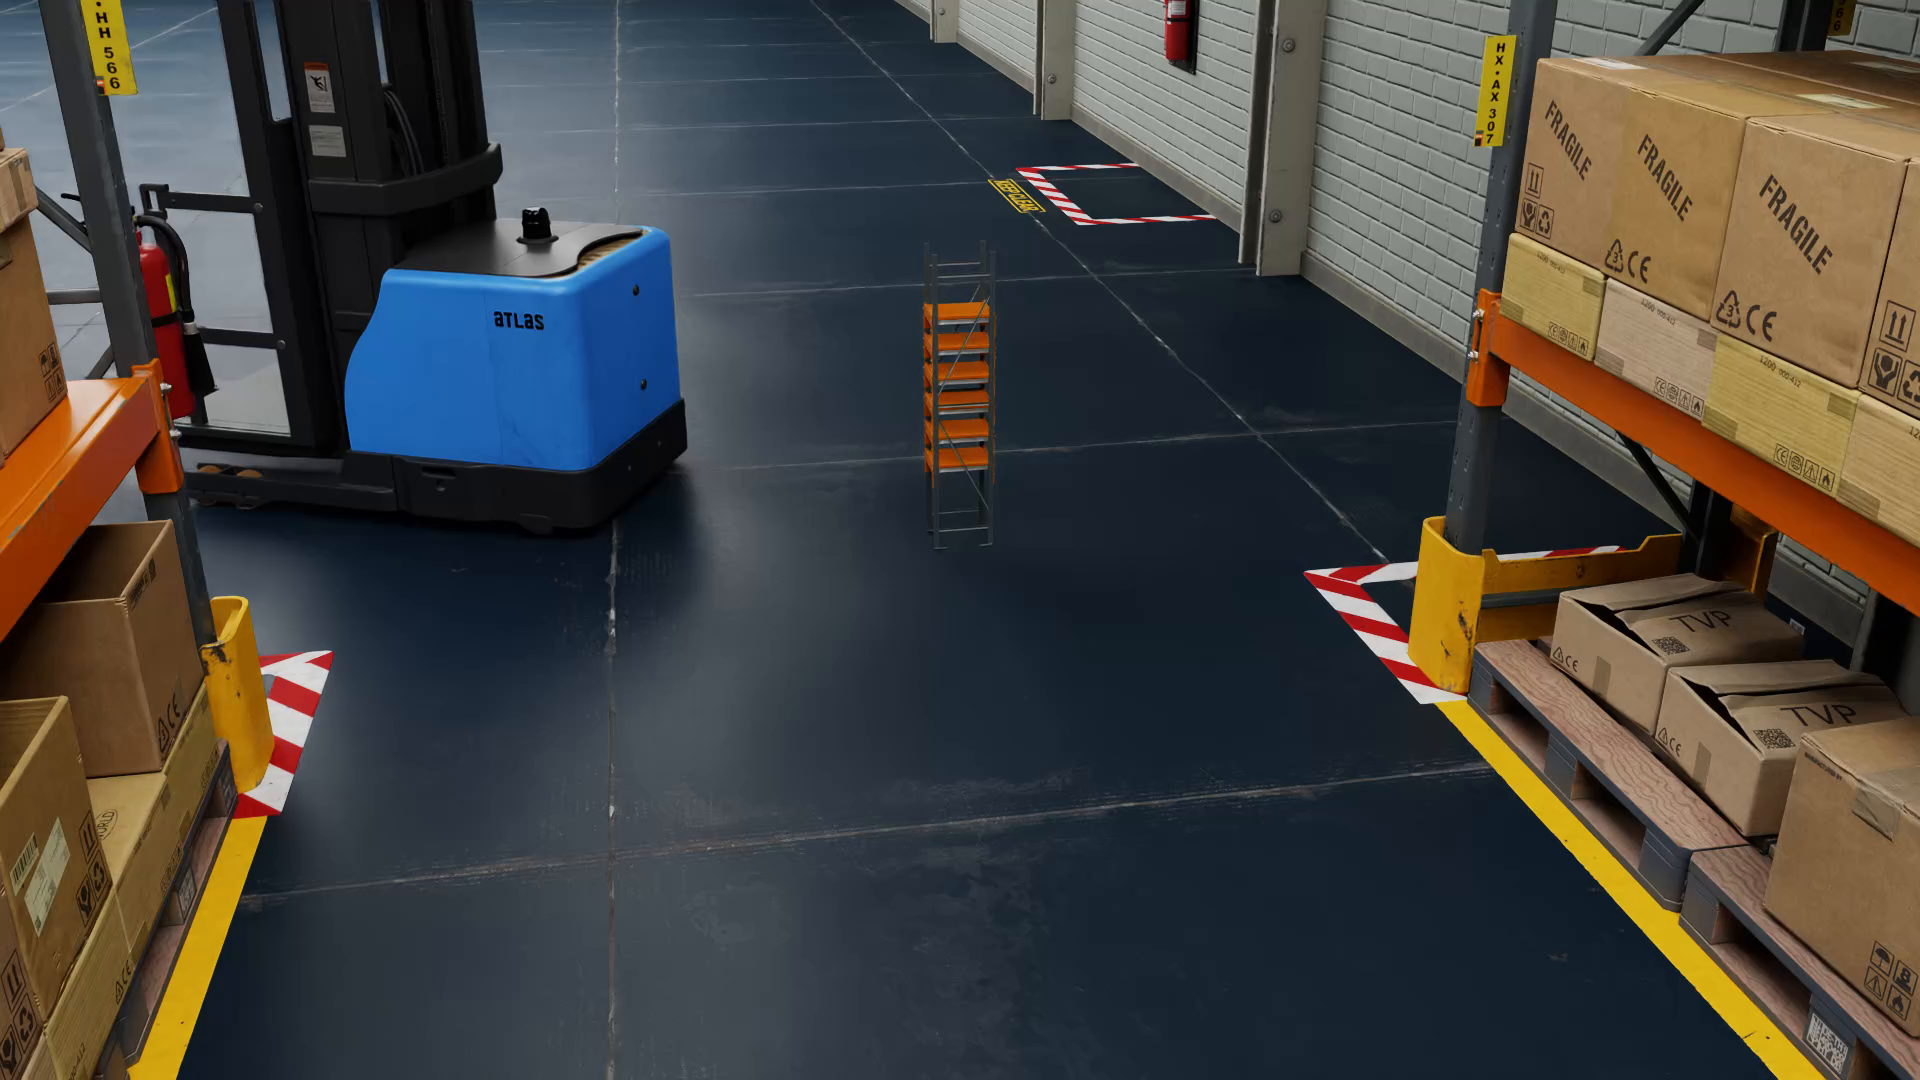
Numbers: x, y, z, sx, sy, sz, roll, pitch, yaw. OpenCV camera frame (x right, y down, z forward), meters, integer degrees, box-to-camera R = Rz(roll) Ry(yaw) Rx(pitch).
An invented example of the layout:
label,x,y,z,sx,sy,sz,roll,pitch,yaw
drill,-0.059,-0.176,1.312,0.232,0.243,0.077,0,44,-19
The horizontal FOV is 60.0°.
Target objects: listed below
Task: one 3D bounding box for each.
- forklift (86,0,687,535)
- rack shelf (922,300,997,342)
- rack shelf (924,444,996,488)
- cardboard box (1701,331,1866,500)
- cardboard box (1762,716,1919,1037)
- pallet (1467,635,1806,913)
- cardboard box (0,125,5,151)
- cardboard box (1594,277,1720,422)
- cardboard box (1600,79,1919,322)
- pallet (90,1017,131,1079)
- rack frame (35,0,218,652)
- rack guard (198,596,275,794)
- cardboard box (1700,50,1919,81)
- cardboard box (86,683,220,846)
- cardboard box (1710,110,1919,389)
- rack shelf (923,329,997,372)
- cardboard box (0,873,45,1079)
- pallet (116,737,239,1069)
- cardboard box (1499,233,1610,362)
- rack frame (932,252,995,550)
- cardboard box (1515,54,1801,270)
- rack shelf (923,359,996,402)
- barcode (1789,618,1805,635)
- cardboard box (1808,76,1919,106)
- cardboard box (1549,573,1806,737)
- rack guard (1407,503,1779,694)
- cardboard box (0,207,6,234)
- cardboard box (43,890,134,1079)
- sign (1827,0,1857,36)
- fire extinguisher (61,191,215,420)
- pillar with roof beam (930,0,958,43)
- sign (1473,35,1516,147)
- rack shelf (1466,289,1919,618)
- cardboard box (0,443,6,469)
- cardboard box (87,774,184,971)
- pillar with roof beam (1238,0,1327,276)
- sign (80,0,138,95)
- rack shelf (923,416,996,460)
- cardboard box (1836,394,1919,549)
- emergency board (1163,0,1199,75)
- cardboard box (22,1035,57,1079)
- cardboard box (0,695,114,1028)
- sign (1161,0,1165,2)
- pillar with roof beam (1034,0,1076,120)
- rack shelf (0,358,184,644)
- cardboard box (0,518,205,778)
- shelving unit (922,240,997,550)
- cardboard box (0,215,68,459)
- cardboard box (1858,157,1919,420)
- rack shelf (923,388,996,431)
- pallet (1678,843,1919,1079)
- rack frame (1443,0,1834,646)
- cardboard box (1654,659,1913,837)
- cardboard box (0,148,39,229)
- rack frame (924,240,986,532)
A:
label,x,y,z,sx,sy,sz,roll,pitch,yaw
forklift,-2.807,-1.668,6.908,3.031,2.935,1.130,6,24,13
rack shelf,-0.003,-0.845,6.397,0.258,0.103,0.180,-4,24,-10
rack shelf,-0.003,-0.295,6.637,0.258,0.103,0.180,-4,24,-10
cardboard box,2.126,-0.317,3.892,0.500,0.250,0.500,-5,24,-11
cardboard box,2.381,0.743,3.875,0.700,0.500,0.500,-6,24,-13
pallet,2.279,0.633,5.036,1.003,0.211,1.213,-4,24,-10
cardboard box,-2.634,-1.063,3.691,0.700,0.500,0.500,-4,24,-10
cardboard box,2.038,-0.518,4.351,0.500,0.250,0.500,-5,24,-11
cardboard box,2.024,-0.875,4.232,0.500,0.500,0.500,-4,24,-10
pallet,-2.313,1.426,3.221,1.003,0.211,1.213,-4,24,-10
rack frame,-2.718,-0.628,4.441,1.000,3.000,0.127,-4,24,-10
rack guard,-2.722,0.508,4.963,1.175,0.500,0.348,-4,24,-10
cardboard box,2.446,-1.111,4.771,0.500,0.500,0.500,-5,24,-10
cardboard box,-2.328,0.628,4.474,0.500,0.250,0.500,-4,24,-10
cardboard box,2.114,-0.672,3.766,0.500,0.500,0.500,-5,24,-11
rack shelf,-0.003,-0.735,6.445,0.258,0.103,0.180,-4,24,-10
cardboard box,-2.036,0.873,2.976,0.500,0.500,0.500,-4,24,-10
pallet,-2.535,0.947,4.318,1.003,0.211,1.213,-4,24,-10
cardboard box,1.928,-0.721,4.817,0.500,0.250,0.500,-5,24,-11
rack frame,0.014,-0.520,6.440,0.240,1.200,0.006,-4,24,-10
cardboard box,1.943,-1.071,4.679,0.500,0.500,0.500,-4,24,-10
rack shelf,-0.003,-0.625,6.493,0.258,0.103,0.180,-4,24,-10
barcode,2.586,0.286,5.145,0.001,0.075,0.075,-4,24,-10
cardboard box,2.529,-0.912,4.316,0.500,0.500,0.500,-4,24,-9
cardboard box,2.189,0.313,5.096,0.500,0.311,0.500,-7,25,-16
rack guard,2.164,0.179,5.716,1.175,0.500,0.348,-4,24,-10
cardboard box,-2.410,-0.732,3.744,0.380,0.149,0.250,-4,24,-8
cardboard box,-2.130,1.021,3.576,0.500,0.250,0.500,-4,24,-10
sign,2.699,-1.705,5.065,0.100,0.325,0.005,-4,24,-10
fire extinguisher,-2.283,-0.674,4.642,0.296,0.674,0.183,-4,24,-10
pillar with roof beam,-4.430,-10.296,19.081,9.100,9.000,0.400,-4,24,-10
sign,1.617,-1.353,5.019,0.100,0.325,0.005,-4,24,-10
rack shelf,2.520,0.120,3.627,1.077,0.370,4.000,-4,24,-10
cardboard box,-2.542,-0.283,3.526,0.700,0.500,0.500,-4,24,-8
cardboard box,-2.224,0.824,4.026,0.500,0.250,0.500,-4,24,-10
pillar with roof beam,-2.211,-5.576,8.273,9.100,9.000,0.400,-4,24,-10
sign,-2.182,-1.302,4.241,0.100,0.325,0.005,-4,24,-10
rack shelf,-0.003,-0.405,6.589,0.258,0.103,0.180,-4,24,-10
cardboard box,2.218,-0.118,3.436,0.500,0.250,0.500,-4,24,-9
emergency board,1.600,-4.120,12.436,0.194,1.169,0.643,-4,24,-10
cardboard box,-2.039,1.217,3.126,0.500,0.250,0.500,-4,24,-10
cardboard box,-2.127,0.677,3.427,0.500,0.500,0.500,-4,24,-10
sign,1.600,-4.362,12.944,0.001,0.329,0.234,-4,24,-10
pillar with roof beam,-3.320,-7.936,13.677,9.100,9.000,0.400,-4,24,-10
rack shelf,-2.348,0.488,2.784,1.077,0.370,4.000,-4,24,-10
cardboard box,-2.326,0.284,4.325,0.500,0.500,0.500,-4,24,-10
shelving unit,-0.003,-0.556,6.523,0.258,1.200,0.189,-4,24,-10
cardboard box,-2.644,-0.490,3.998,0.700,0.500,0.500,-4,24,-10
cardboard box,2.221,-0.470,3.303,0.500,0.500,0.500,-4,24,-8
rack shelf,-0.003,-0.515,6.541,0.258,0.103,0.180,-4,24,-10
pallet,2.502,1.112,3.939,1.003,0.211,1.213,-4,24,-10
rack frame,2.150,-0.997,5.284,1.000,3.000,0.127,-4,24,-10
cardboard box,2.295,0.537,4.582,0.500,0.311,0.500,-2,24,-5
cardboard box,-2.460,-0.835,3.979,0.380,0.149,0.250,-5,24,-11
rack frame,-0.020,-0.592,6.605,0.240,1.200,0.006,-4,24,-10
